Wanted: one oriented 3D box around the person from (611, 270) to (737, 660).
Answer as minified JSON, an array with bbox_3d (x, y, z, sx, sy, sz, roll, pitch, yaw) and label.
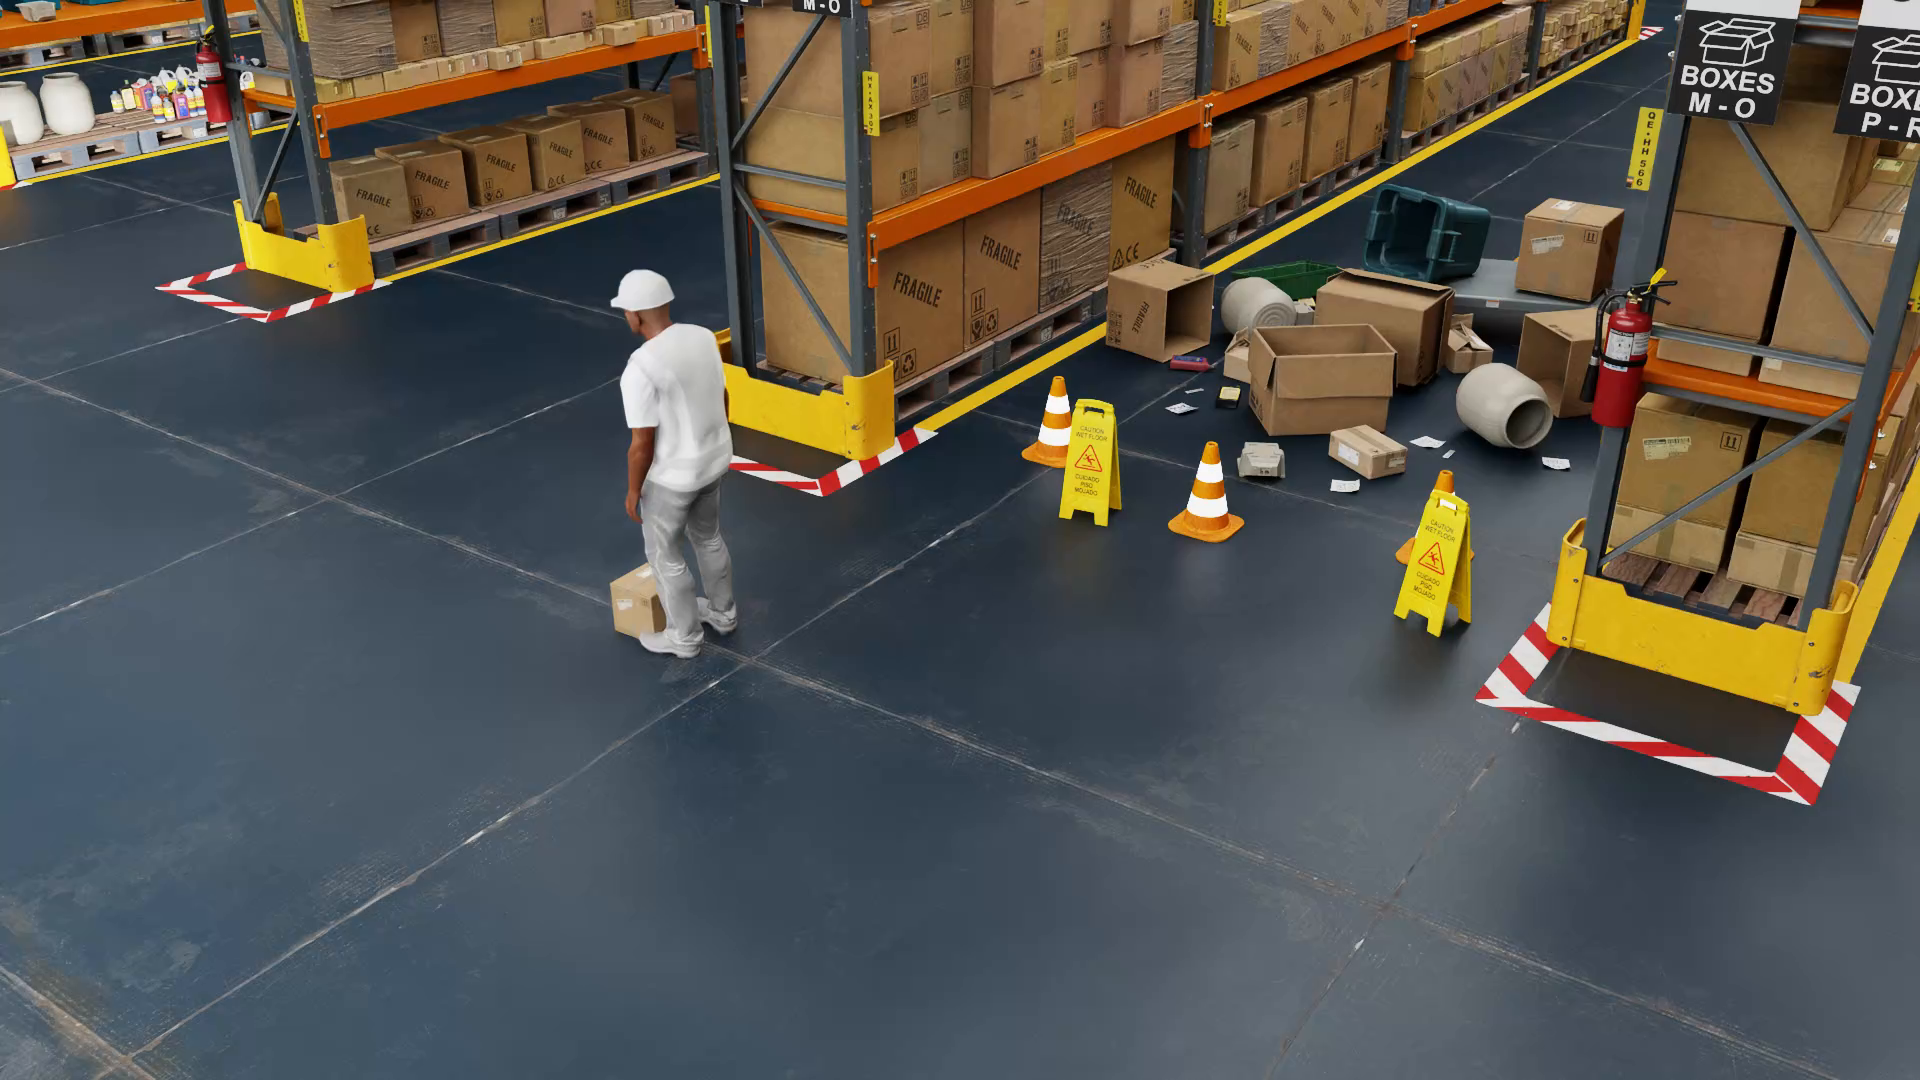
[{"bbox_3d":[-1.239,-0.324,7.240,0.461,1.759,0.628,15,31,28],"label":"person"}]
